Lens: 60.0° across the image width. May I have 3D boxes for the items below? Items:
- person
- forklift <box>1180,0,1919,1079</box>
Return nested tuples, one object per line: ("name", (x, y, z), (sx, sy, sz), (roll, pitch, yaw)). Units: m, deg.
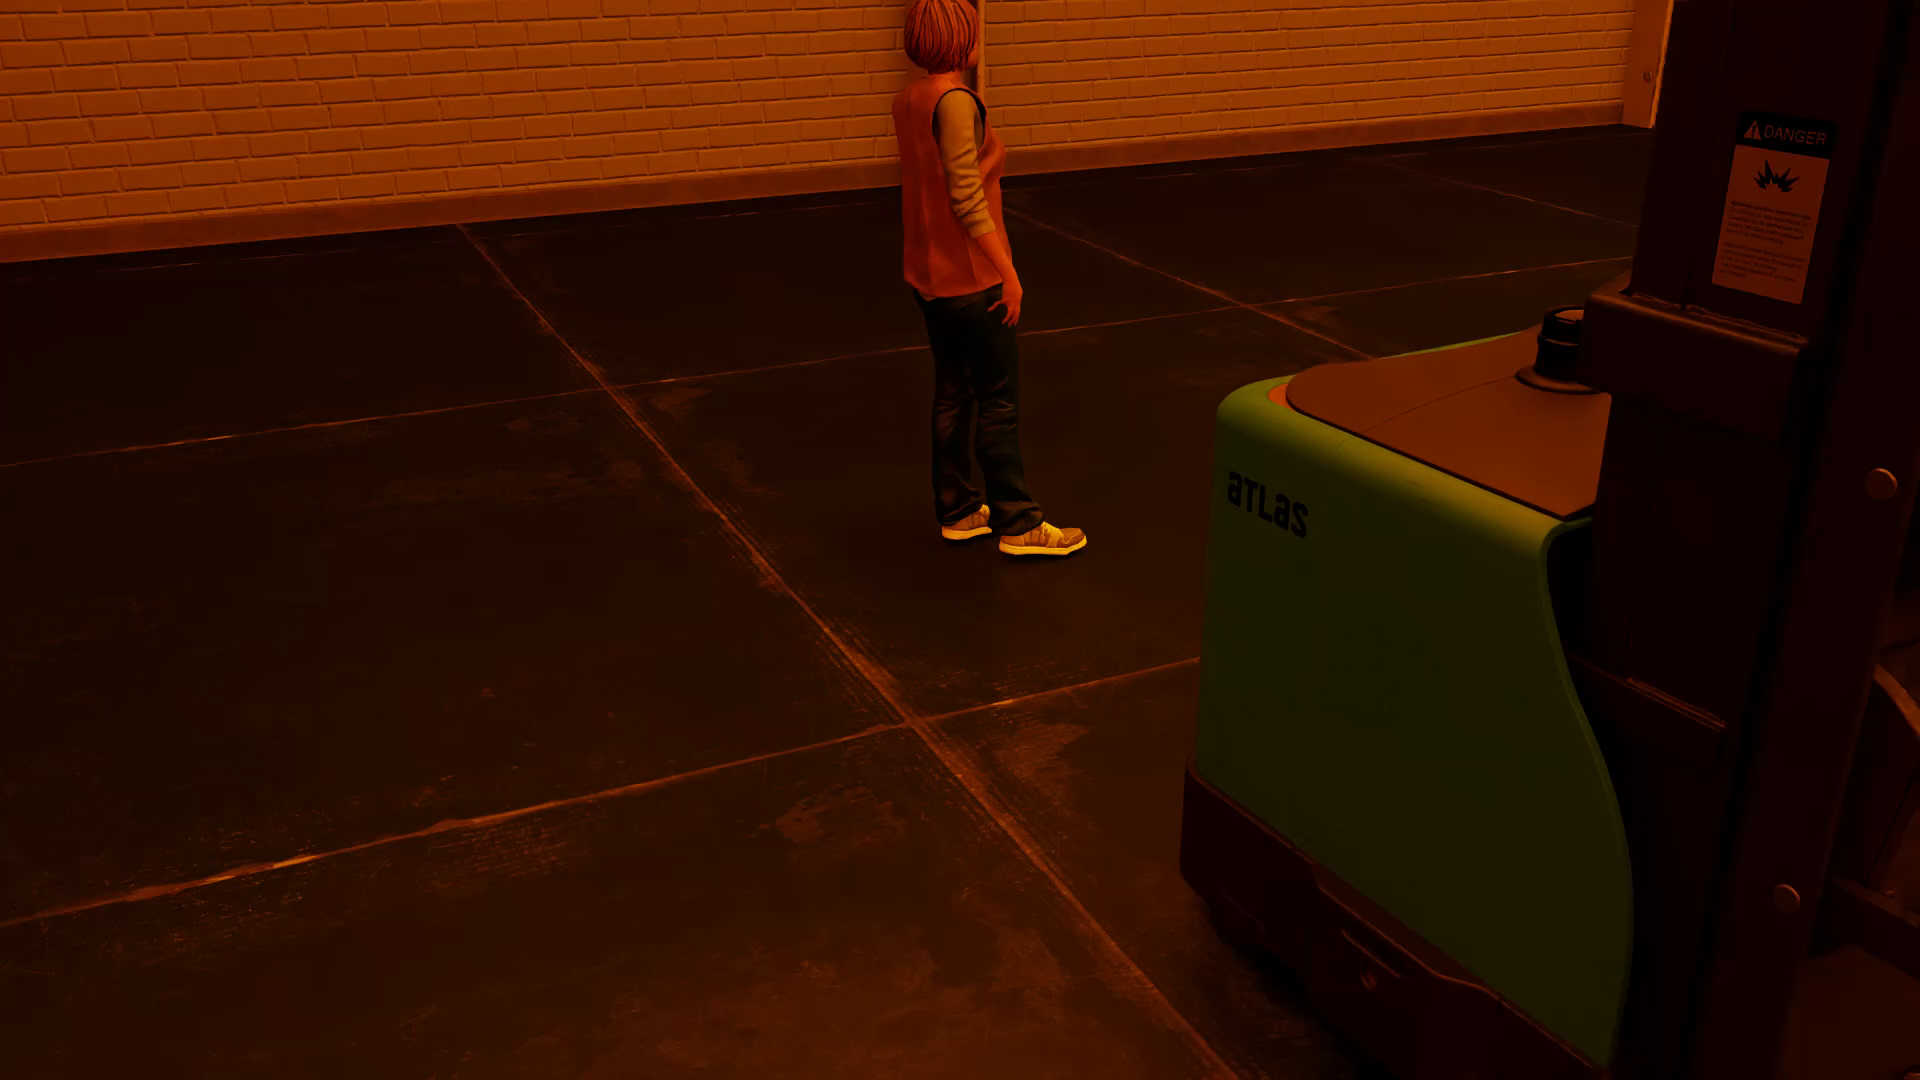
("person", (0.074, -0.752, 4.815), (0.473, 1.599, 0.520), (-10, 25, -23))
("forklift", (1.614, -0.239, 1.861), (1.130, 2.935, 3.031), (-13, 26, -28))
